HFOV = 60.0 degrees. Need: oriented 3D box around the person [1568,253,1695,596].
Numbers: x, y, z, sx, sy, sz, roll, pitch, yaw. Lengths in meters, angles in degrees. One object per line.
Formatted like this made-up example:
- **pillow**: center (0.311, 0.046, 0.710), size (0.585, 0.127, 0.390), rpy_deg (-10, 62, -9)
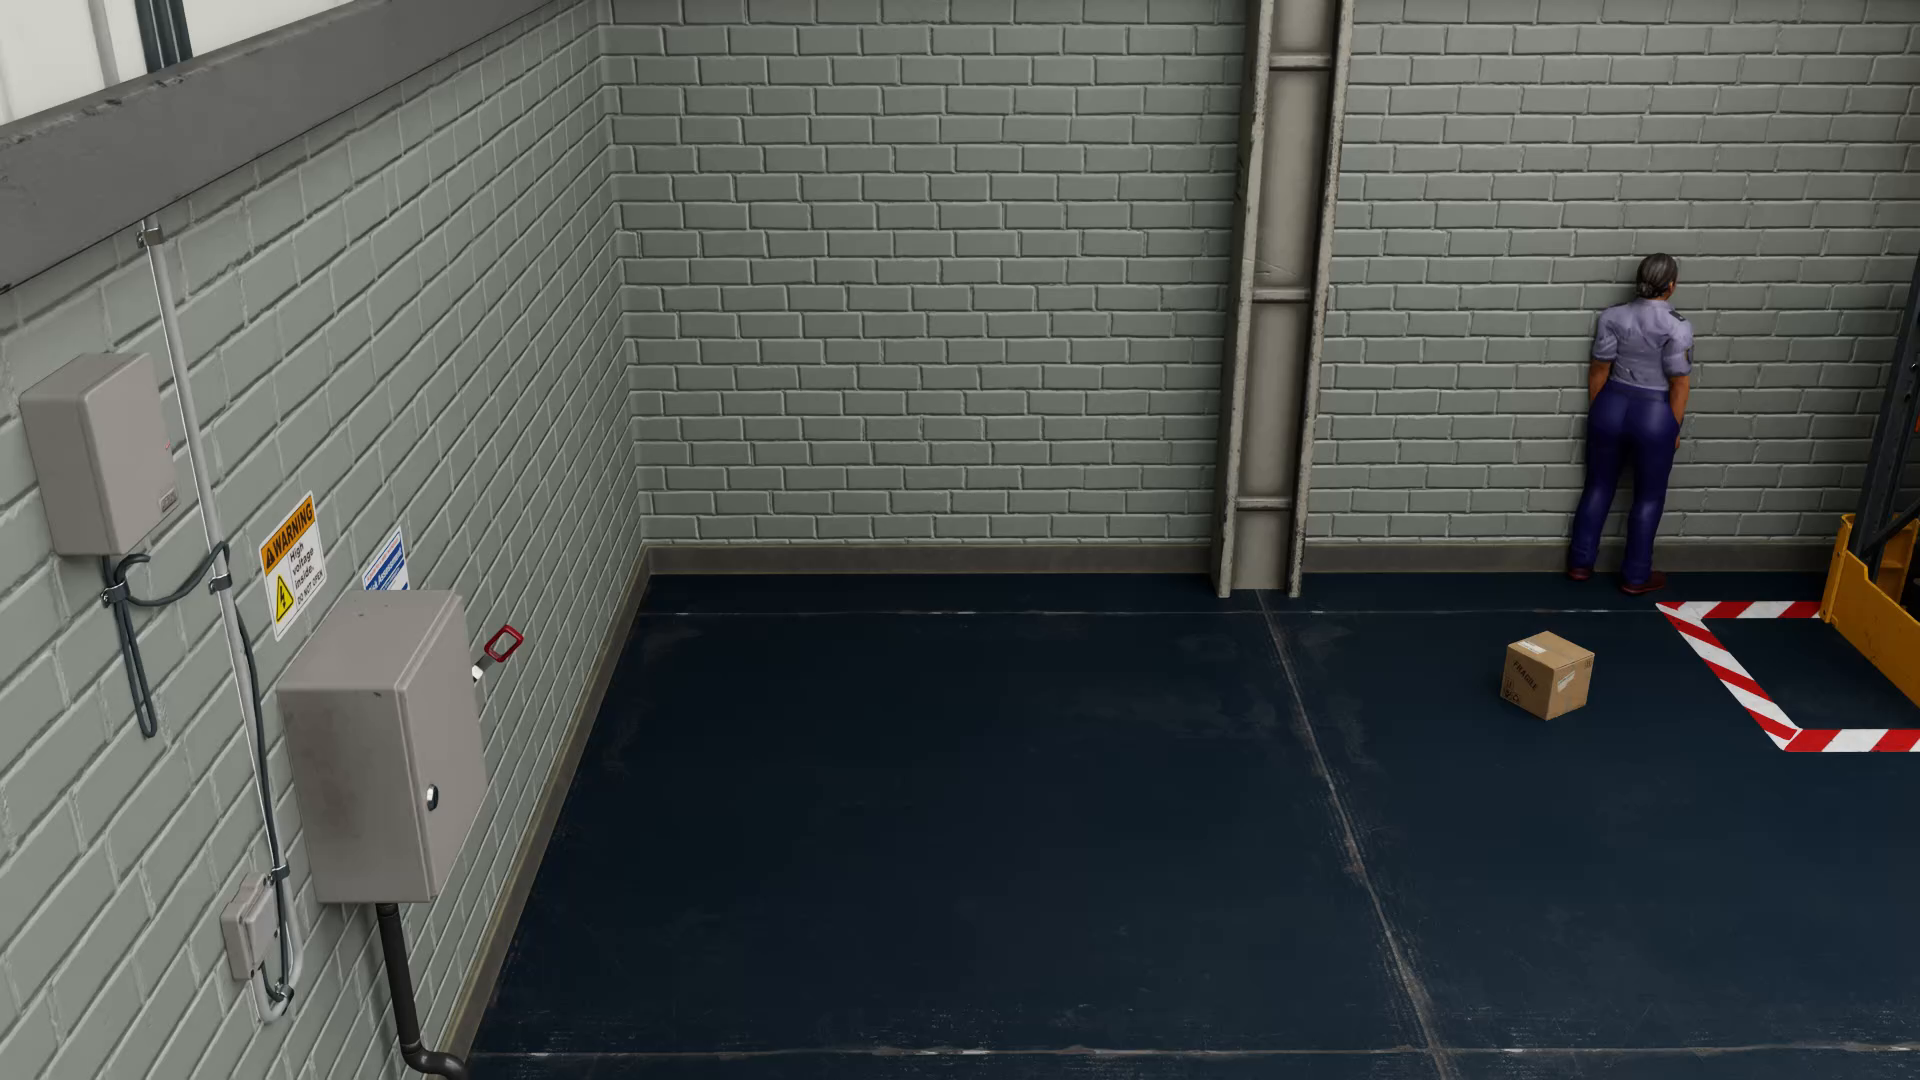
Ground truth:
- **person**: center (3.191, -0.549, 7.841), size (0.473, 1.651, 0.364), rpy_deg (20, 31, 38)
